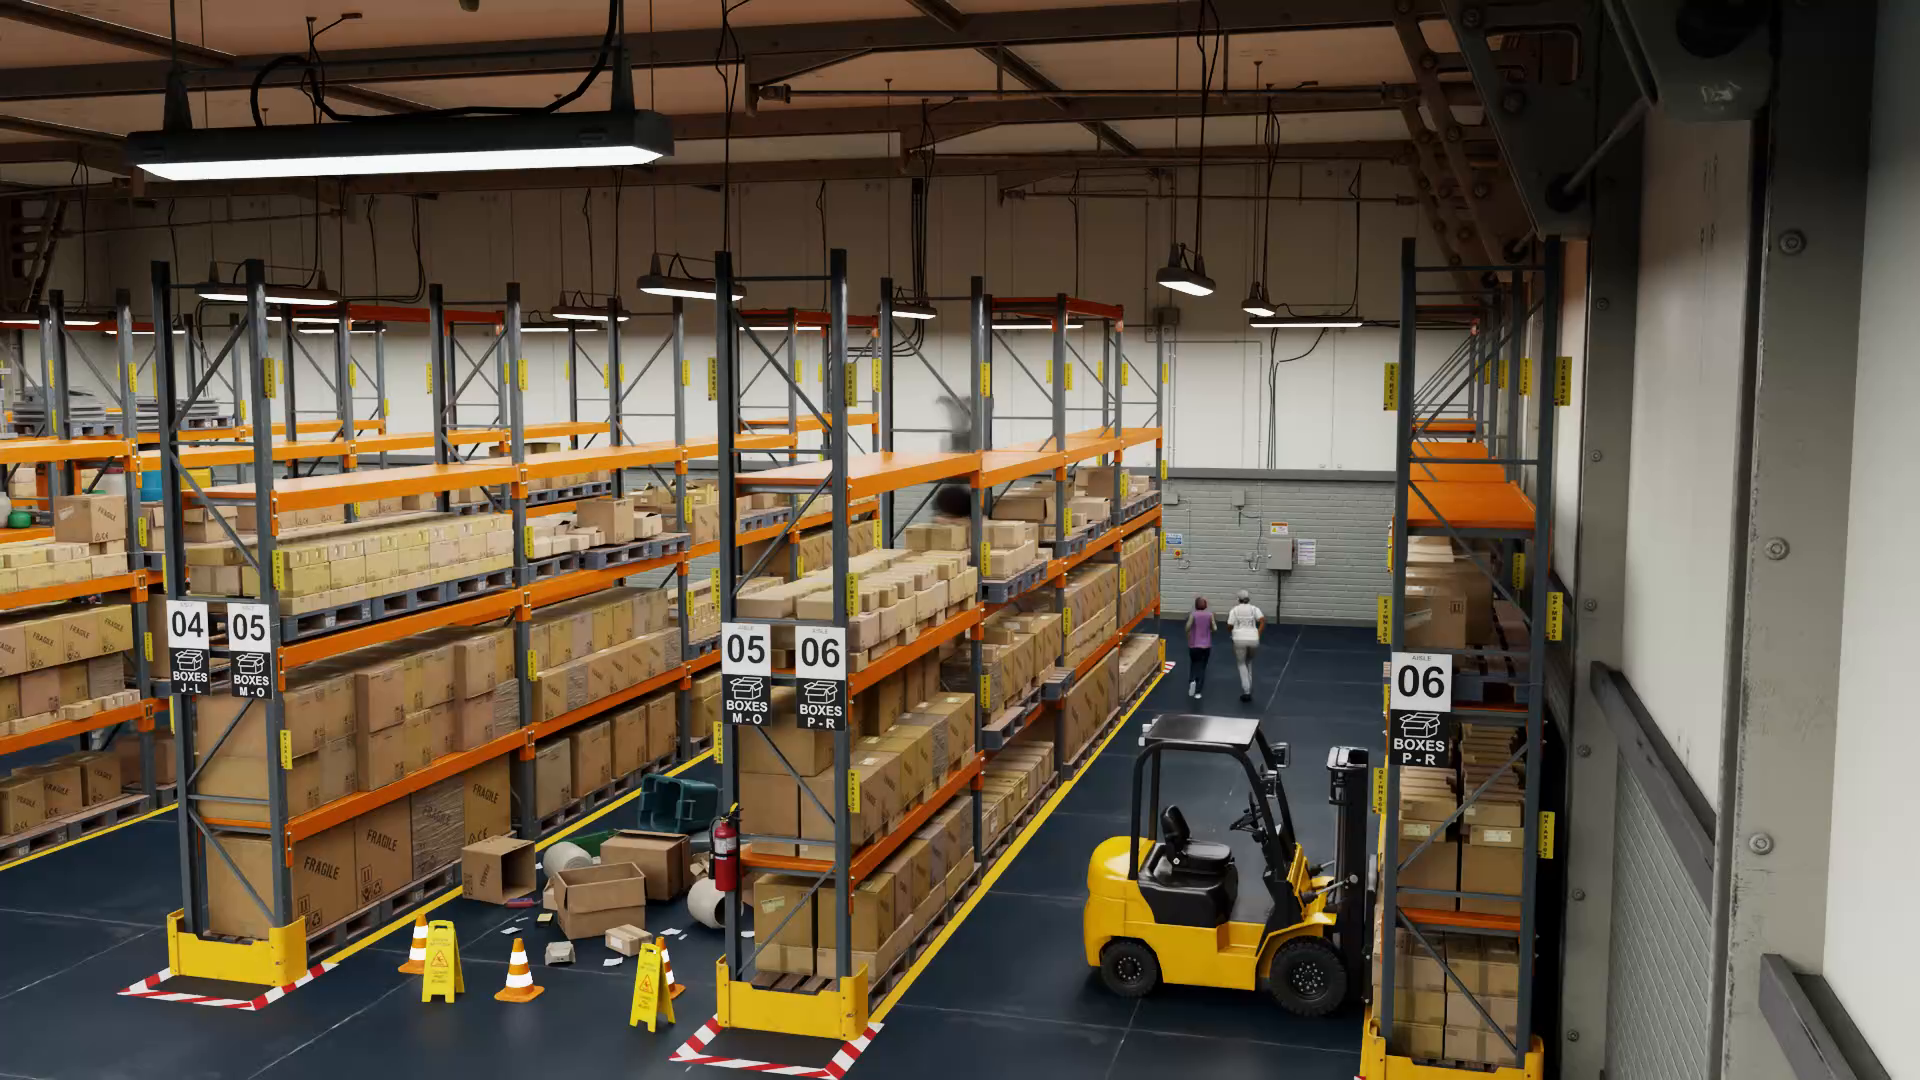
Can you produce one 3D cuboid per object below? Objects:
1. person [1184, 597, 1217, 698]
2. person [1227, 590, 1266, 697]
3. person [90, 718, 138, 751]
[{"bbox_3d":[3.725,1.649,25.803,0.513,1.564,0.602,0,6,4],"label":"person"},{"bbox_3d":[4.421,1.645,25.805,0.537,1.717,0.842,-1,6,-12],"label":"person"},{"bbox_3d":[-11.598,1.958,22.683,0.746,1.715,1.061,1,6,10],"label":"person"}]
